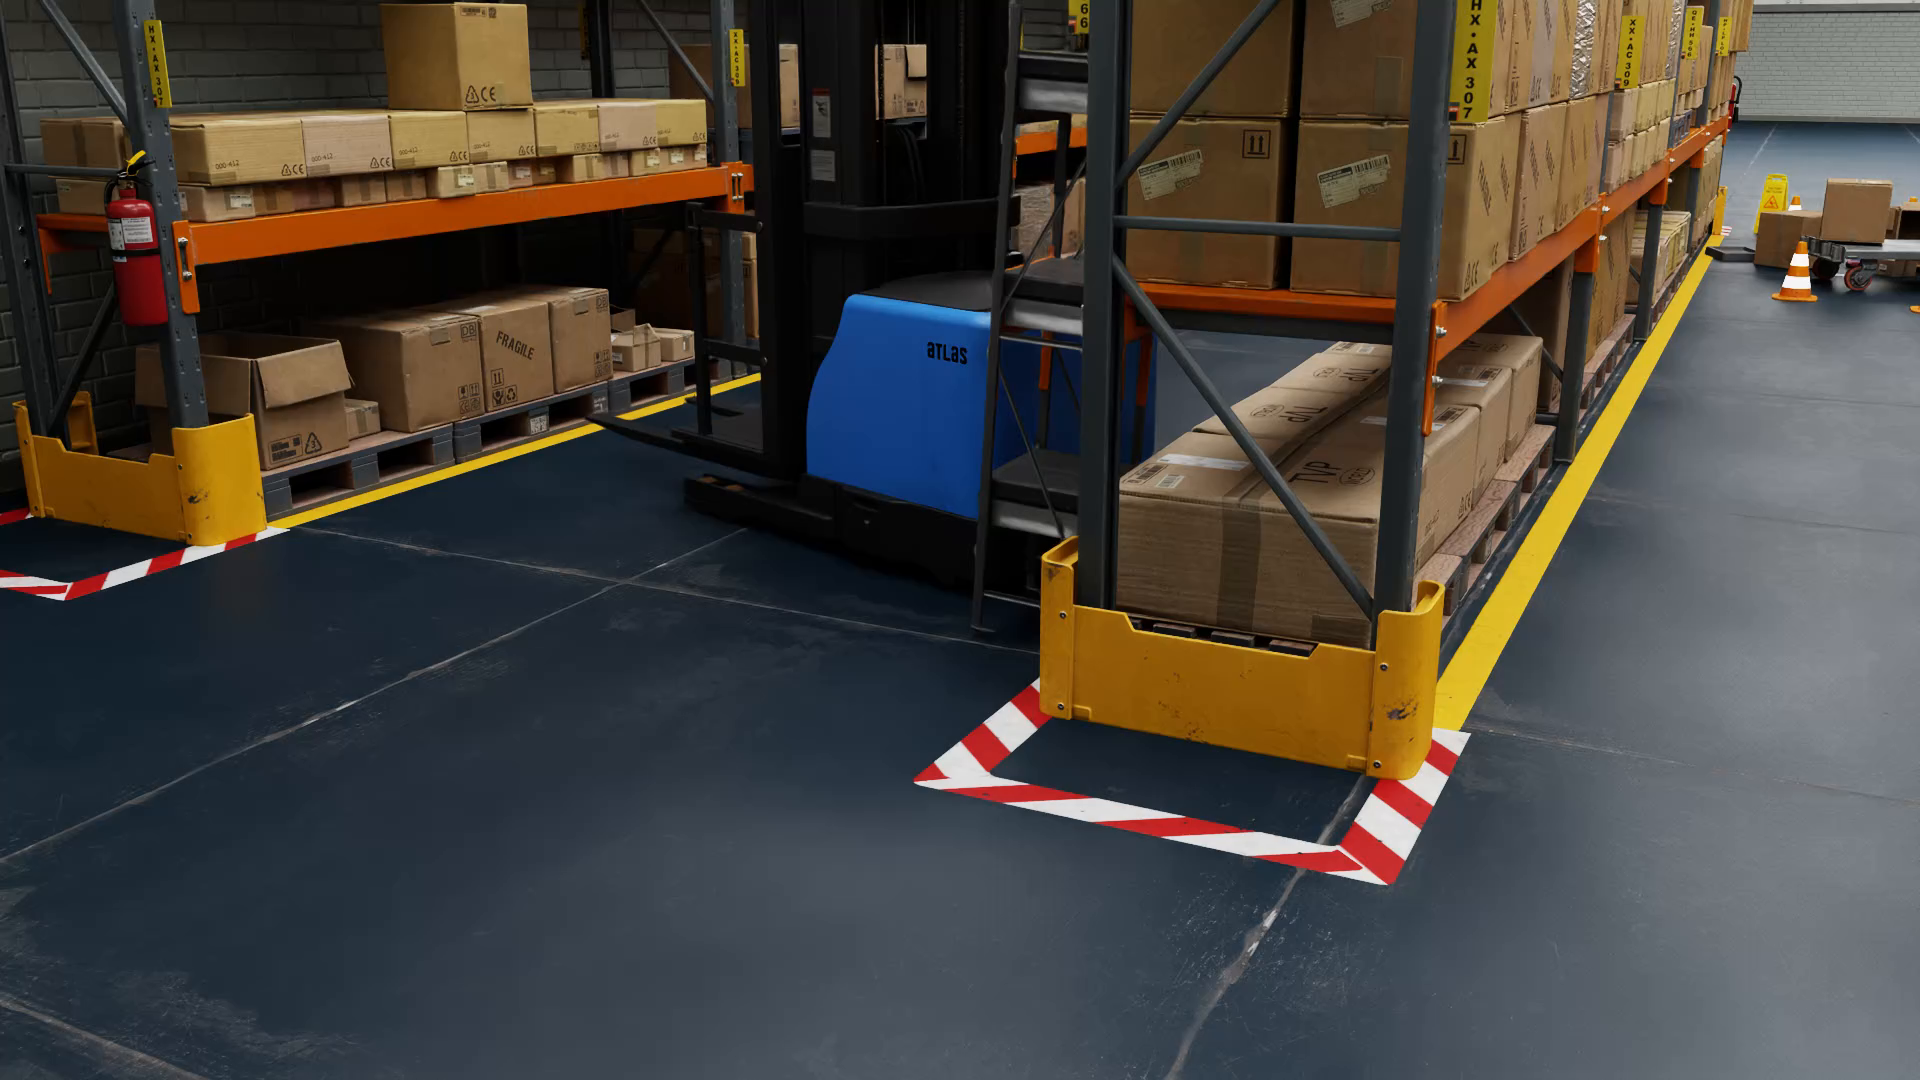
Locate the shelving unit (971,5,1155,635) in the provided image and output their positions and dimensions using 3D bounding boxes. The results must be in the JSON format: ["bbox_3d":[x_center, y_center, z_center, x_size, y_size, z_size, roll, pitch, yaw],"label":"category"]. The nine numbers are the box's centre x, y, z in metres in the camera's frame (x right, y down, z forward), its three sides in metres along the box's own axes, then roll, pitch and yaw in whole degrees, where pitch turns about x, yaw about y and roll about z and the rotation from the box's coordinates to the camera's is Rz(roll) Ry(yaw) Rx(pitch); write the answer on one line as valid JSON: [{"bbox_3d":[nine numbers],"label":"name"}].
[{"bbox_3d":[0.387,-0.708,5.672,0.431,2.100,0.503,12,20,23],"label":"shelving unit"}]

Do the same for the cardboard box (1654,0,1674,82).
[{"bbox_3d":[3.965,-3.014,9.974,0.500,0.500,0.500,8,18,25],"label":"cardboard box"}]

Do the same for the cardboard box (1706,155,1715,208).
[{"bbox_3d":[7.166,-3.557,16.506,0.500,0.500,0.500,9,19,28],"label":"cardboard box"}]

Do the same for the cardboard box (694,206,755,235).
[{"bbox_3d":[-1.473,-2.043,10.626,0.380,0.149,0.250,8,18,24],"label":"cardboard box"}]

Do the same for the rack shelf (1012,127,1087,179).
[{"bbox_3d":[0.863,-3.705,15.493,1.077,0.370,4.000,8,18,25],"label":"rack shelf"}]

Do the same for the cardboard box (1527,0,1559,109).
[{"bbox_3d":[1.754,-1.750,5.715,0.500,0.500,0.500,8,18,25],"label":"cardboard box"}]

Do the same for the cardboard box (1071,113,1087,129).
[{"bbox_3d":[0.840,-3.810,14.846,0.500,0.250,0.500,7,18,24],"label":"cardboard box"}]

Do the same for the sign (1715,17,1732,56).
[{"bbox_3d":[6.698,-4.414,14.583,0.100,0.325,0.005,8,18,25],"label":"sign"}]

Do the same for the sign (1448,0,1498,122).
[{"bbox_3d":[1.331,-1.253,4.314,0.100,0.325,0.005,8,18,25],"label":"sign"}]

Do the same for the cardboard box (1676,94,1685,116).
[{"bbox_3d":[5.185,-3.249,12.397,0.380,0.149,0.250,8,18,26],"label":"cardboard box"}]

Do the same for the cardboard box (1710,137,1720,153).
[{"bbox_3d":[7.524,-4.031,16.964,0.380,0.149,0.250,9,19,28],"label":"cardboard box"}]

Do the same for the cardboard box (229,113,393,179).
[{"bbox_3d":[-2.936,-1.783,7.500,0.500,0.250,0.500,8,18,26],"label":"cardboard box"}]

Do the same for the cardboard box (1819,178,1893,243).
[{"bbox_3d":[7.805,-2.874,14.494,0.500,0.500,0.500,8,18,25],"label":"cardboard box"}]

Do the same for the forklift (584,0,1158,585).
[{"bbox_3d":[-0.586,-1.574,7.175,1.130,2.935,3.031,-16,23,-42],"label":"forklift"}]

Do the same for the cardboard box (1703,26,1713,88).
[{"bbox_3d":[6.198,-4.173,14.372,0.500,0.500,0.500,8,18,24],"label":"cardboard box"}]

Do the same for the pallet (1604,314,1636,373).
[{"bbox_3d":[3.992,-1.382,11.305,1.003,0.211,1.213,8,18,25],"label":"pallet"}]

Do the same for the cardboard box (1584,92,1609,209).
[{"bbox_3d":[2.646,-1.788,7.600,0.500,0.500,0.500,8,18,26],"label":"cardboard box"}]

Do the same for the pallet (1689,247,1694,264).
[{"bbox_3d":[6.468,-2.767,15.971,1.003,0.211,1.213,8,18,25],"label":"pallet"}]

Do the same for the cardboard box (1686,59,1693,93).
[{"bbox_3d":[5.278,-3.656,12.631,0.500,0.500,0.500,8,19,26],"label":"cardboard box"}]

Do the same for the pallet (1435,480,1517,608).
[{"bbox_3d":[1.671,-0.058,6.850,1.003,0.211,1.213,8,18,25],"label":"pallet"}]

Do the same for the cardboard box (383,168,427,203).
[{"bbox_3d":[-2.773,-1.698,7.914,0.380,0.149,0.250,8,19,26],"label":"cardboard box"}]

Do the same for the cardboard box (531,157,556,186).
[{"bbox_3d":[-2.371,-1.966,8.815,0.380,0.149,0.250,8,18,26],"label":"cardboard box"}]

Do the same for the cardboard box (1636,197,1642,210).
[{"bbox_3d":[6.224,-3.356,15.830,0.500,0.500,0.500,8,18,25],"label":"cardboard box"}]

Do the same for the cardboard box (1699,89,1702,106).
[{"bbox_3d":[6.000,-3.708,13.944,0.380,0.149,0.250,8,18,24],"label":"cardboard box"}]

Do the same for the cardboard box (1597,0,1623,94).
[{"bbox_3d":[2.661,-2.263,7.442,0.500,0.500,0.500,8,18,25],"label":"cardboard box"}]

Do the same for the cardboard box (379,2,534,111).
[{"bbox_3d":[-2.491,-2.396,8.247,0.500,0.500,0.500,9,19,27],"label":"cardboard box"}]

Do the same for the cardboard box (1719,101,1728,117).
[{"bbox_3d":[7.775,-4.494,17.327,0.380,0.149,0.250,8,19,26],"label":"cardboard box"}]

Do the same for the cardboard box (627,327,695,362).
[{"bbox_3d":[-1.804,-1.177,9.987,0.380,0.149,0.250,7,18,24],"label":"cardboard box"}]

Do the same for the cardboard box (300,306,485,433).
[{"bbox_3d":[-2.830,-0.862,8.311,0.700,0.500,0.500,9,19,28],"label":"cardboard box"}]

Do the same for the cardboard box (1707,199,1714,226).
[{"bbox_3d":[7.628,-3.459,17.495,0.500,0.250,0.500,8,18,26],"label":"cardboard box"}]

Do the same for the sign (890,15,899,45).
[{"bbox_3d":[-0.528,-4.165,13.745,0.100,0.325,0.005,8,18,25],"label":"sign"}]

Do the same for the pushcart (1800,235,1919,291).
[{"bbox_3d":[8.261,-2.394,14.422,1.648,0.377,0.936,2,17,6],"label":"pushcart"}]

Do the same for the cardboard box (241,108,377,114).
[{"bbox_3d":[-3.180,-1.981,8.166,0.500,0.250,0.500,9,19,27],"label":"cardboard box"}]

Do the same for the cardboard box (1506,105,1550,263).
[{"bbox_3d":[1.753,-1.265,5.840,0.500,0.500,0.500,8,18,25],"label":"cardboard box"}]

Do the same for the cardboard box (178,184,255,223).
[{"bbox_3d":[-3.213,-1.431,7.015,0.380,0.149,0.250,8,18,25],"label":"cardboard box"}]

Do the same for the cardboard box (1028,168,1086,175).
[{"bbox_3d":[1.180,-3.291,16.269,0.875,0.625,0.625,8,18,25],"label":"cardboard box"}]

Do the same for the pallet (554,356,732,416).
[{"bbox_3d":[-2.125,-1.010,10.053,1.003,0.211,1.213,8,18,25],"label":"pallet"}]

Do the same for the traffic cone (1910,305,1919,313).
[{"bbox_3d":[7.663,-2.017,13.004,0.336,0.463,0.334,8,18,25],"label":"traffic cone"}]

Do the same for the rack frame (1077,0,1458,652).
[{"bbox_3d":[0.837,-0.872,4.691,1.000,3.000,0.127,8,18,25],"label":"rack frame"}]

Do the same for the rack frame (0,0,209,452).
[{"bbox_3d":[-3.605,-1.502,6.814,1.000,3.000,0.127,8,18,25],"label":"rack frame"}]

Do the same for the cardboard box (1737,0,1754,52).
[{"bbox_3d":[7.585,-5.188,16.770,0.700,0.500,0.500,8,18,25],"label":"cardboard box"}]

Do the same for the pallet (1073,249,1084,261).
[{"bbox_3d":[0.919,-2.718,15.804,1.003,0.211,1.213,8,18,25],"label":"pallet"}]

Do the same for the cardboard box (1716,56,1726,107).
[{"bbox_3d":[7.085,-4.453,16.049,0.500,0.500,0.500,8,18,25],"label":"cardboard box"}]

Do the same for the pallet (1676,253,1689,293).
[{"bbox_3d":[5.853,-2.393,14.711,1.003,0.211,1.213,8,18,25],"label":"pallet"}]

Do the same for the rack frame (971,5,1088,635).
[{"bbox_3d":[0.283,-0.645,5.461,0.400,2.100,0.015,12,20,23],"label":"rack frame"}]

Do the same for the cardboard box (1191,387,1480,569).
[{"bbox_3d":[1.444,-0.260,6.394,0.875,0.438,0.875,9,19,27],"label":"cardboard box"}]

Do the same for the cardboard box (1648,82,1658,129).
[{"bbox_3d":[3.755,-2.525,9.644,0.500,0.250,0.500,7,18,24],"label":"cardboard box"}]

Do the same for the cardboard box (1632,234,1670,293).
[{"bbox_3d":[4.996,-2.183,12.983,0.950,0.372,0.625,8,18,24],"label":"cardboard box"}]

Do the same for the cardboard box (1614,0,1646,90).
[{"bbox_3d":[3.078,-2.493,8.219,0.500,0.500,0.500,8,18,26],"label":"cardboard box"}]

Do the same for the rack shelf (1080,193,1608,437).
[{"bbox_3d":[1.731,-1.036,6.509,1.077,0.370,4.000,8,18,25],"label":"rack shelf"}]

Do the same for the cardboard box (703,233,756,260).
[{"bbox_3d":[-1.419,-1.893,10.642,0.380,0.149,0.250,9,19,28],"label":"cardboard box"}]

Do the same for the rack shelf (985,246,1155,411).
[{"bbox_3d":[0.387,-0.695,5.676,0.431,0.518,0.480,12,20,23],"label":"rack shelf"}]

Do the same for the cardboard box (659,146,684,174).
[{"bbox_3d":[-1.831,-2.218,9.666,0.380,0.149,0.250,9,19,27],"label":"cardboard box"}]

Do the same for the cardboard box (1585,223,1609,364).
[{"bbox_3d":[3.227,-1.473,9.709,0.875,0.875,0.875,9,19,27],"label":"cardboard box"}]

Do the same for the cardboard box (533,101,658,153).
[{"bbox_3d":[-2.038,-2.302,9.247,0.500,0.250,0.500,8,18,26],"label":"cardboard box"}]

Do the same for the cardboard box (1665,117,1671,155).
[{"bbox_3d":[4.418,-2.676,11.029,0.500,0.250,0.500,7,18,23],"label":"cardboard box"}]

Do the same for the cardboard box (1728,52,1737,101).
[{"bbox_3d":[7.991,-4.965,17.773,0.500,0.500,0.500,8,18,24],"label":"cardboard box"}]

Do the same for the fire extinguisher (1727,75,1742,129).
[{"bbox_3d":[8.450,-4.881,18.325,0.296,0.674,0.183,8,18,25],"label":"fire extinguisher"}]

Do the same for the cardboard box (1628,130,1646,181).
[{"bbox_3d":[3.531,-2.158,9.285,0.500,0.250,0.500,8,18,25],"label":"cardboard box"}]

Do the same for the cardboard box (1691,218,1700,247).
[{"bbox_3d":[6.705,-2.928,15.705,0.500,0.250,0.500,7,18,23],"label":"cardboard box"}]
